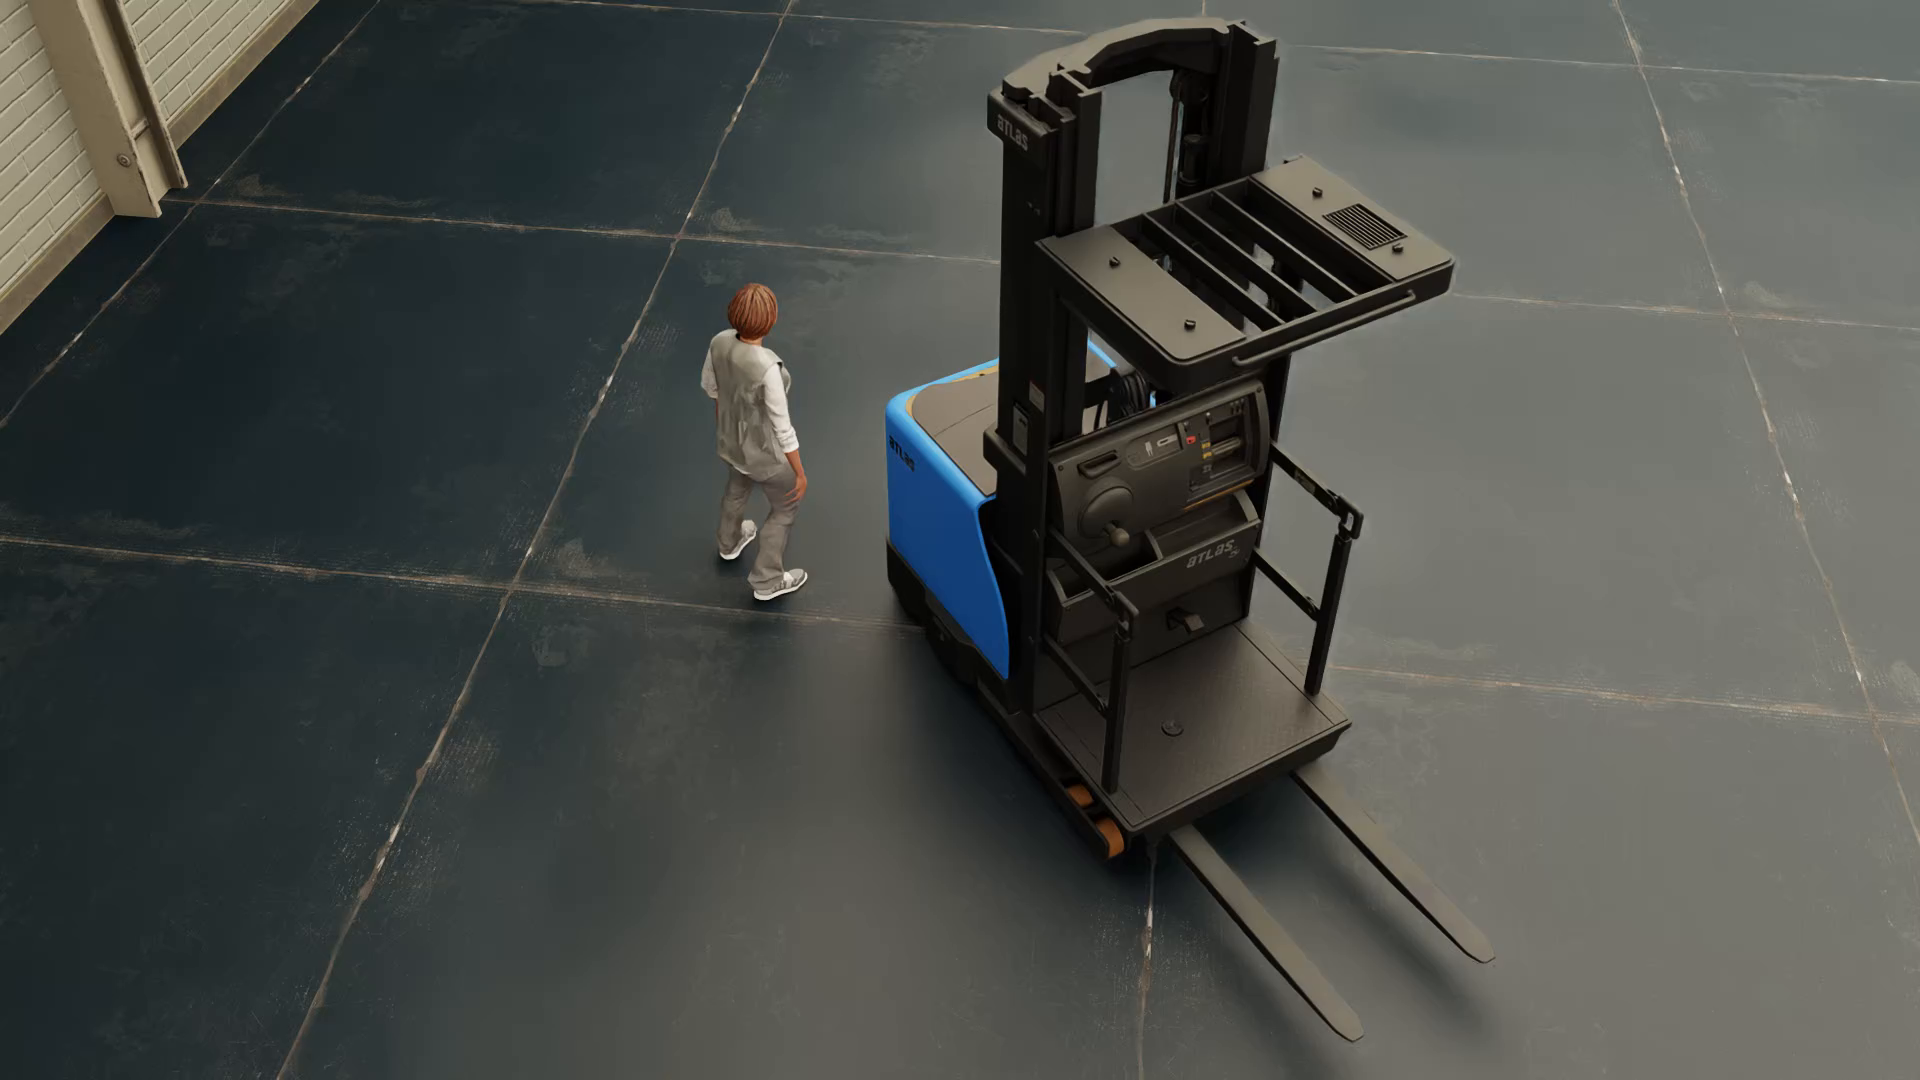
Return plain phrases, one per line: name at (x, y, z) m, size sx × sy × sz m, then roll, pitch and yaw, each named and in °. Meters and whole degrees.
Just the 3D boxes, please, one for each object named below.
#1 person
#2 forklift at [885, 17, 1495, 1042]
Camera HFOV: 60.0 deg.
person at (-0.881, -0.417, 7.188) m, size 0.650 × 1.570 × 0.357 m, roll 31°, pitch 51°, yaw 29°
forklift at (0.855, -0.191, 5.932) m, size 1.130 × 2.935 × 3.031 m, roll -22°, pitch 47°, yaw -22°
